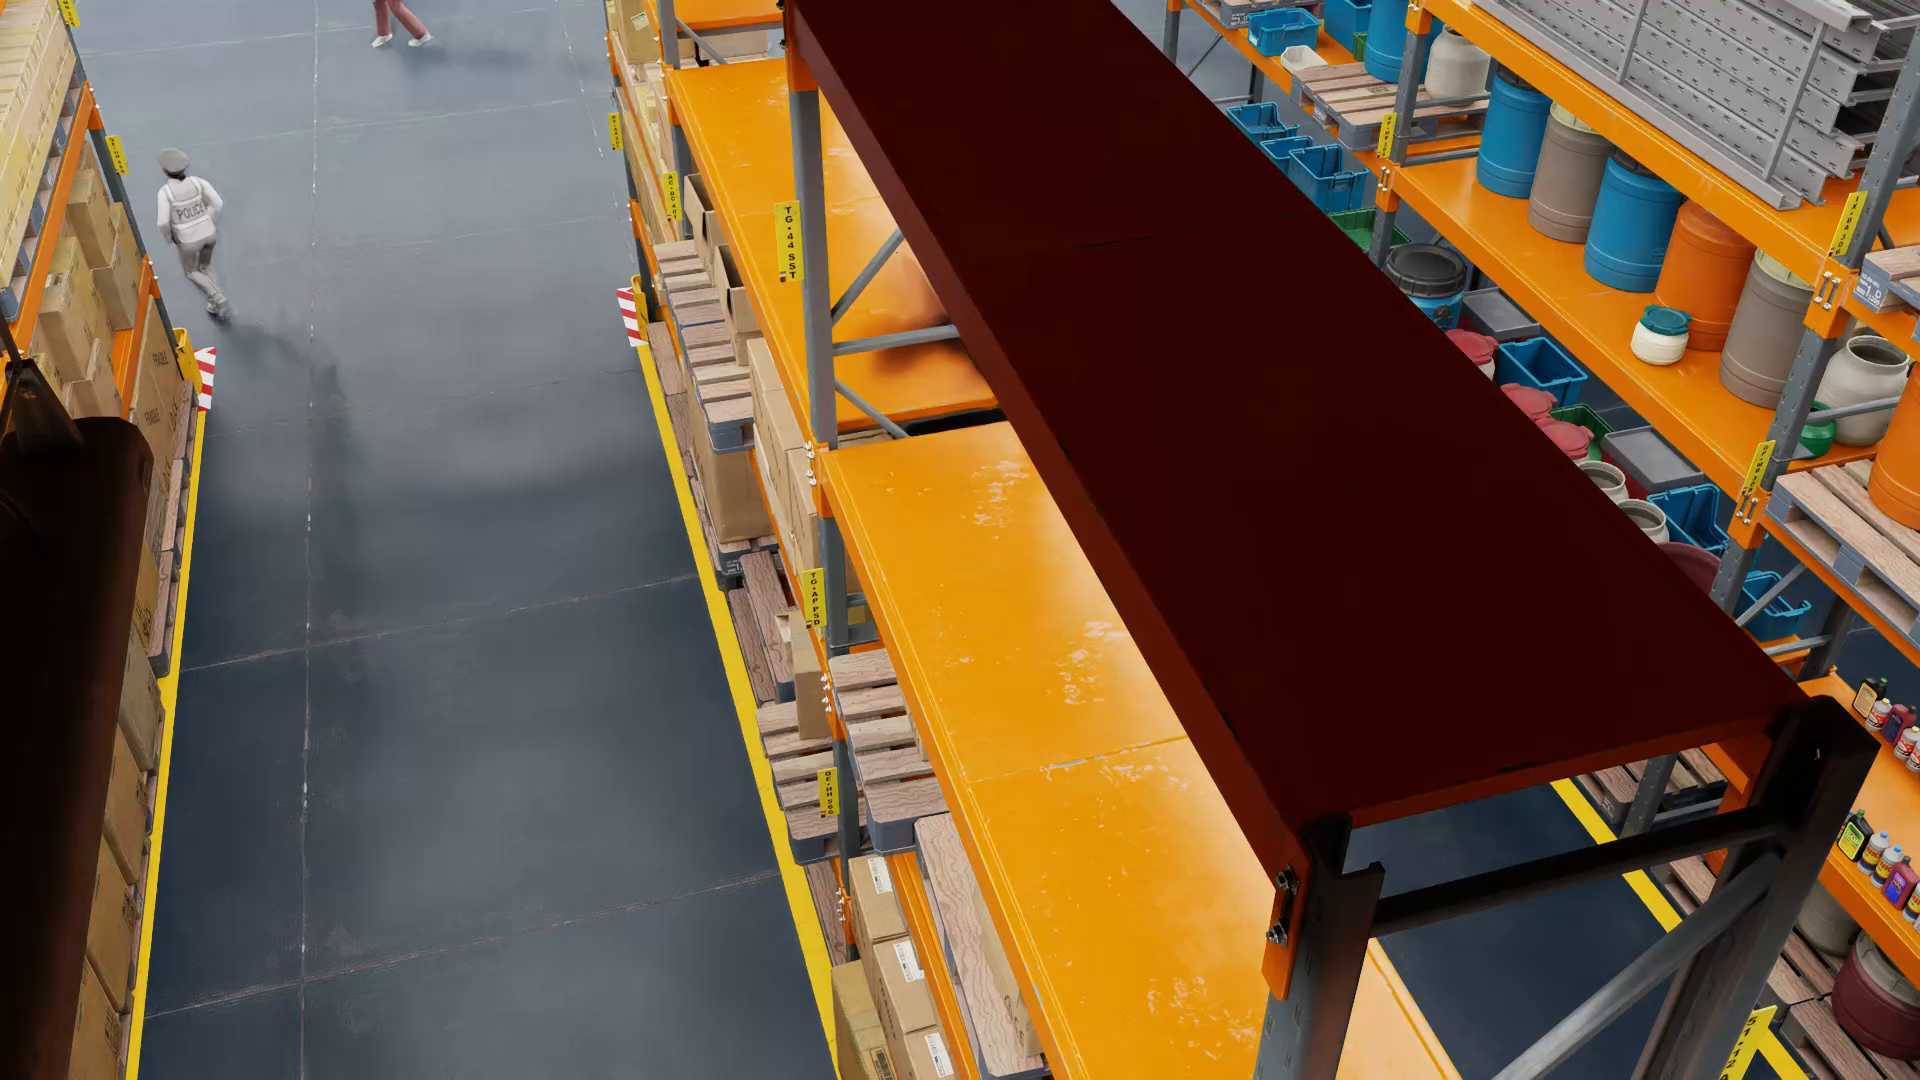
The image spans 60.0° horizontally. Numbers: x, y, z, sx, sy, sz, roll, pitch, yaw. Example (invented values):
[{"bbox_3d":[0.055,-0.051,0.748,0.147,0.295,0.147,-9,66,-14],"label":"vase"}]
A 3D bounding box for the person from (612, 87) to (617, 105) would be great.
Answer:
[{"bbox_3d":[-2.913,-3.649,16.249,0.937,1.564,0.589,18,42,22],"label":"person"}]

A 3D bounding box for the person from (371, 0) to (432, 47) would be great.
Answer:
[{"bbox_3d":[-6.855,-6.703,19.921,0.830,1.715,0.552,2,38,3],"label":"person"}]

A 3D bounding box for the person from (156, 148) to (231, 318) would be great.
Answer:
[{"bbox_3d":[-6.844,-2.711,14.914,0.579,1.647,0.647,26,45,29],"label":"person"}]
